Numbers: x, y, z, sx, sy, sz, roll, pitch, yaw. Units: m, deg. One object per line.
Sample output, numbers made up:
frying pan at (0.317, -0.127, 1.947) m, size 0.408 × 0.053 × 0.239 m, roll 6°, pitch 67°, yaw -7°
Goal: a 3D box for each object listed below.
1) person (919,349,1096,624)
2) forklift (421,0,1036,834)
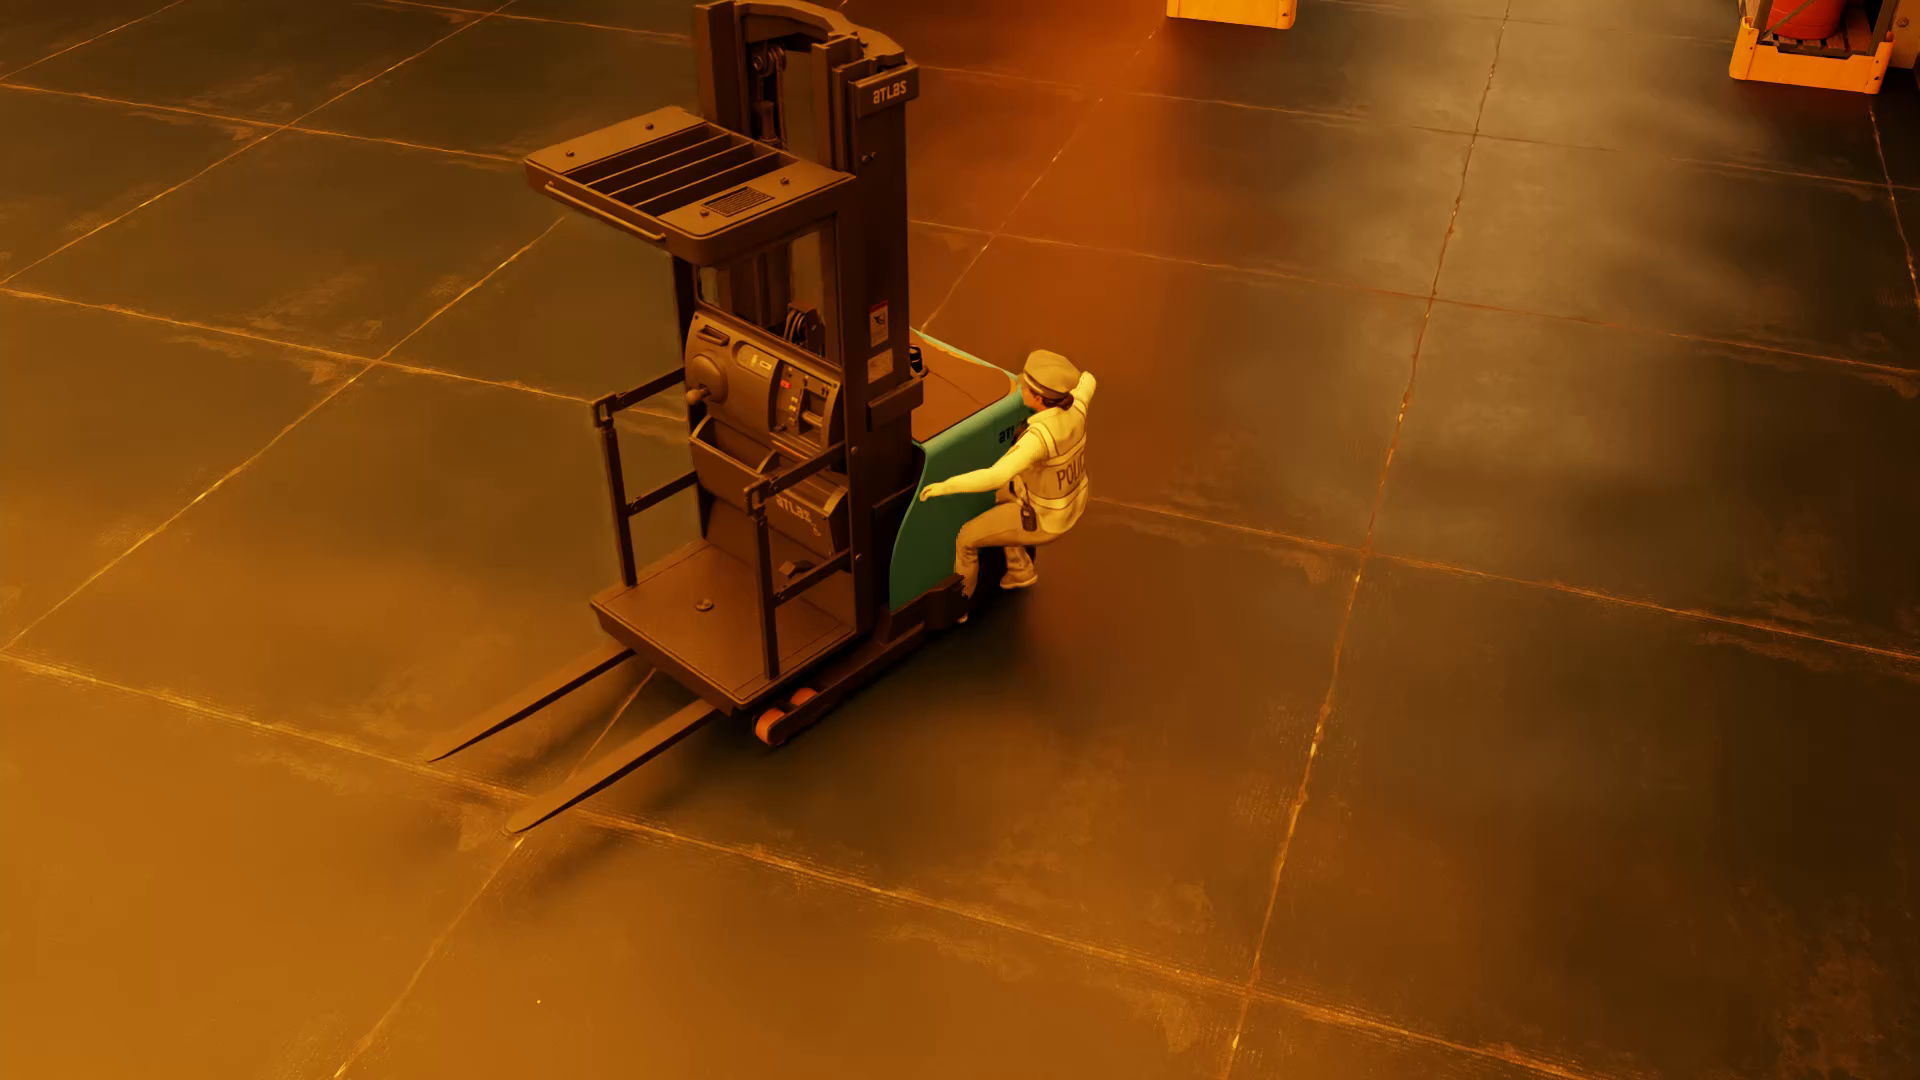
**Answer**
person at (0.192, -0.256, 7.710) m, size 0.772 × 1.488 × 1.028 m, roll 18°, pitch 39°, yaw 24°
forklift at (-0.994, -0.619, 6.984) m, size 1.130 × 2.935 × 3.031 m, roll 28°, pitch 44°, yaw 34°
